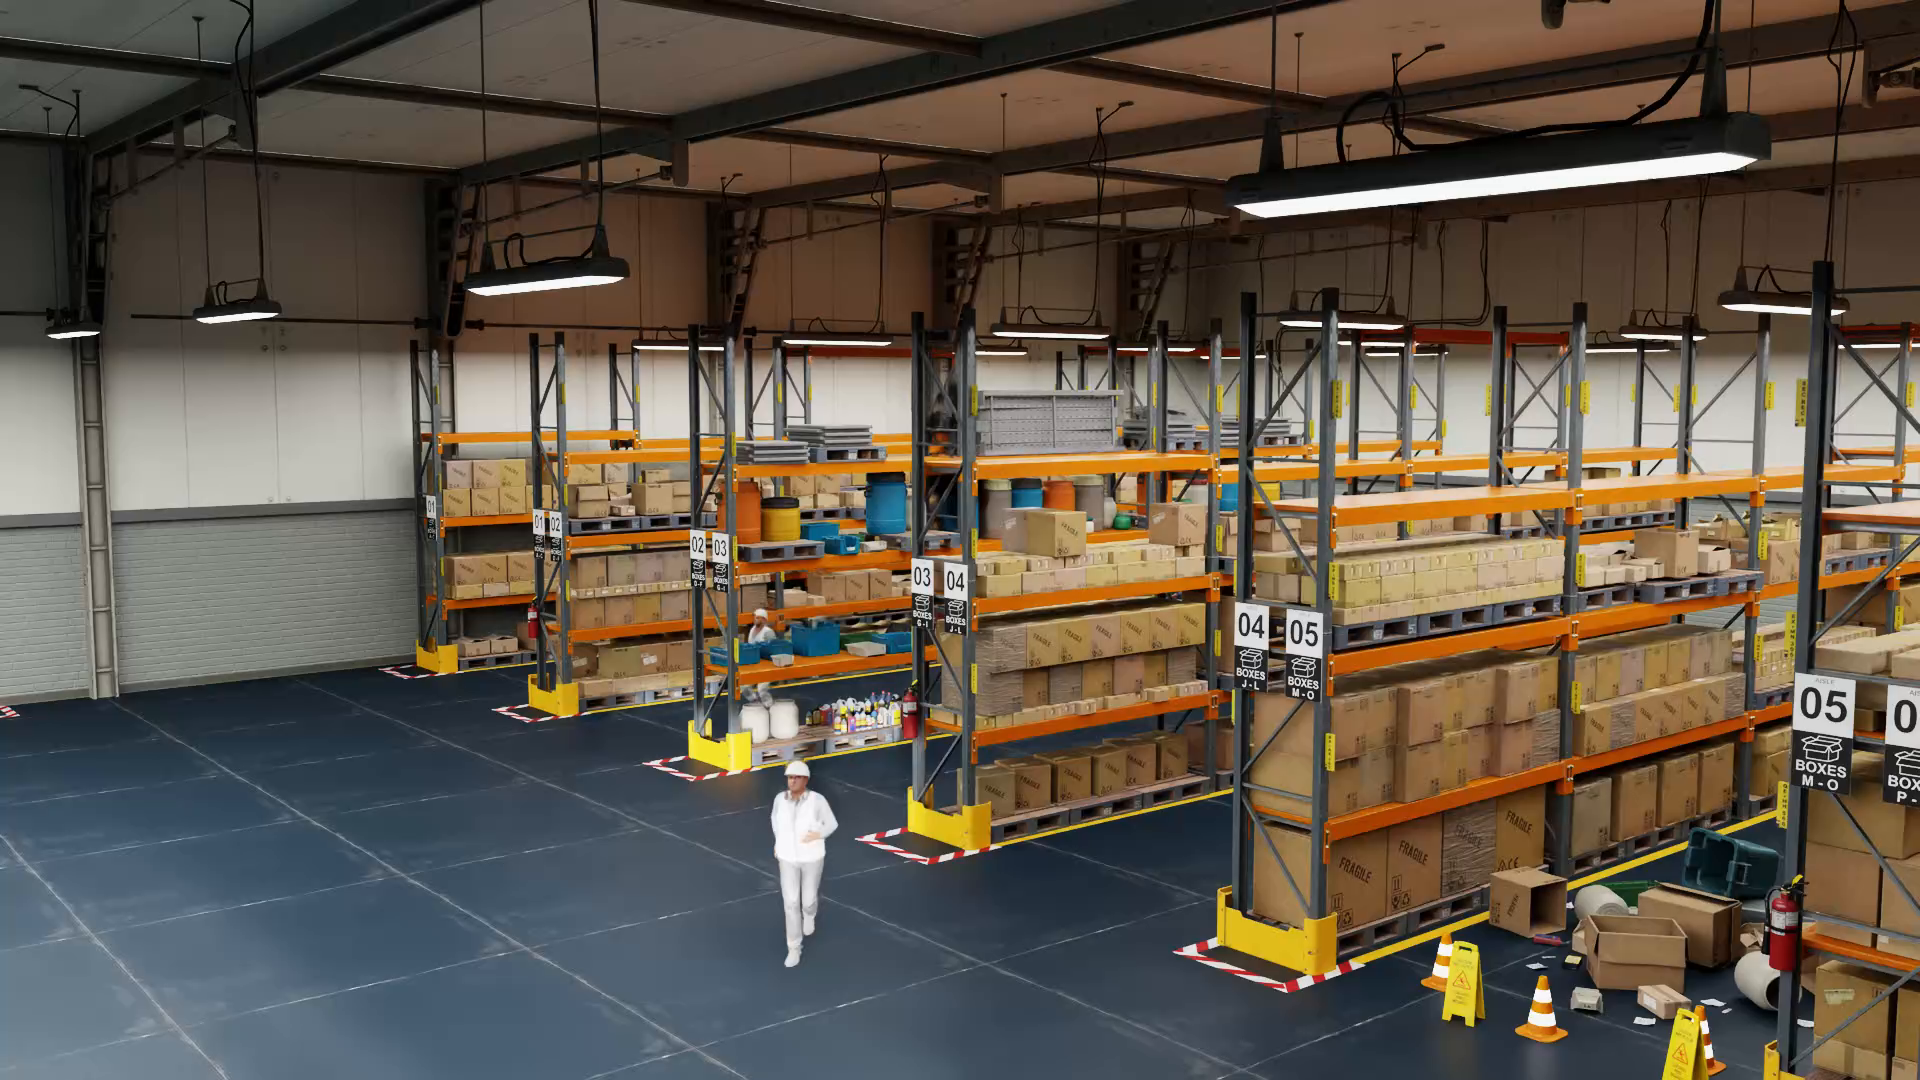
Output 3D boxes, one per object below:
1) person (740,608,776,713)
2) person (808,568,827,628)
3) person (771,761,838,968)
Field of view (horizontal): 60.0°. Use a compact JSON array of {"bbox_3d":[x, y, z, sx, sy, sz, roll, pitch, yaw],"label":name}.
[{"bbox_3d":[-3.096,1.928,25.424,0.634,1.768,0.670,4,6,34],"label":"person"},{"bbox_3d":[-2.671,1.335,32.040,0.710,1.776,0.944,5,7,44],"label":"person"},{"bbox_3d":[-1.431,2.886,15.143,0.649,1.786,0.888,0,5,5],"label":"person"}]
